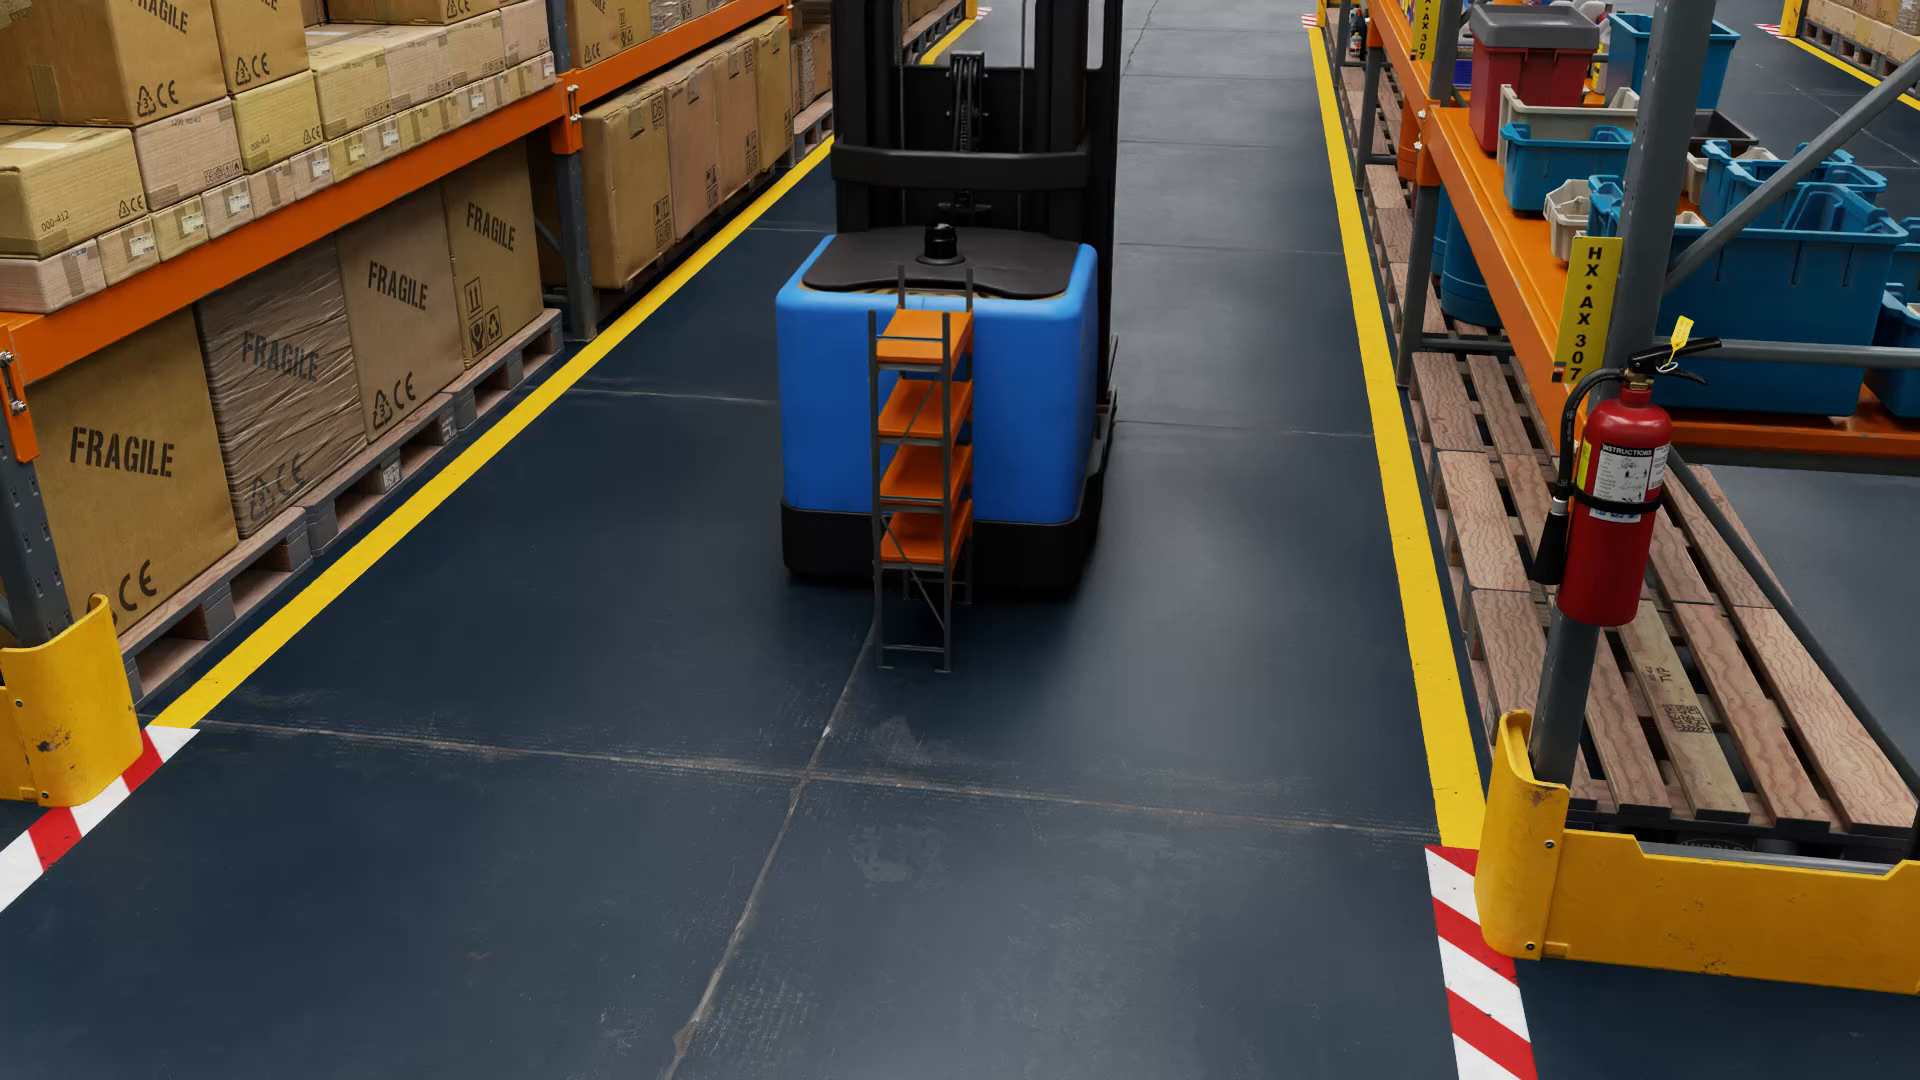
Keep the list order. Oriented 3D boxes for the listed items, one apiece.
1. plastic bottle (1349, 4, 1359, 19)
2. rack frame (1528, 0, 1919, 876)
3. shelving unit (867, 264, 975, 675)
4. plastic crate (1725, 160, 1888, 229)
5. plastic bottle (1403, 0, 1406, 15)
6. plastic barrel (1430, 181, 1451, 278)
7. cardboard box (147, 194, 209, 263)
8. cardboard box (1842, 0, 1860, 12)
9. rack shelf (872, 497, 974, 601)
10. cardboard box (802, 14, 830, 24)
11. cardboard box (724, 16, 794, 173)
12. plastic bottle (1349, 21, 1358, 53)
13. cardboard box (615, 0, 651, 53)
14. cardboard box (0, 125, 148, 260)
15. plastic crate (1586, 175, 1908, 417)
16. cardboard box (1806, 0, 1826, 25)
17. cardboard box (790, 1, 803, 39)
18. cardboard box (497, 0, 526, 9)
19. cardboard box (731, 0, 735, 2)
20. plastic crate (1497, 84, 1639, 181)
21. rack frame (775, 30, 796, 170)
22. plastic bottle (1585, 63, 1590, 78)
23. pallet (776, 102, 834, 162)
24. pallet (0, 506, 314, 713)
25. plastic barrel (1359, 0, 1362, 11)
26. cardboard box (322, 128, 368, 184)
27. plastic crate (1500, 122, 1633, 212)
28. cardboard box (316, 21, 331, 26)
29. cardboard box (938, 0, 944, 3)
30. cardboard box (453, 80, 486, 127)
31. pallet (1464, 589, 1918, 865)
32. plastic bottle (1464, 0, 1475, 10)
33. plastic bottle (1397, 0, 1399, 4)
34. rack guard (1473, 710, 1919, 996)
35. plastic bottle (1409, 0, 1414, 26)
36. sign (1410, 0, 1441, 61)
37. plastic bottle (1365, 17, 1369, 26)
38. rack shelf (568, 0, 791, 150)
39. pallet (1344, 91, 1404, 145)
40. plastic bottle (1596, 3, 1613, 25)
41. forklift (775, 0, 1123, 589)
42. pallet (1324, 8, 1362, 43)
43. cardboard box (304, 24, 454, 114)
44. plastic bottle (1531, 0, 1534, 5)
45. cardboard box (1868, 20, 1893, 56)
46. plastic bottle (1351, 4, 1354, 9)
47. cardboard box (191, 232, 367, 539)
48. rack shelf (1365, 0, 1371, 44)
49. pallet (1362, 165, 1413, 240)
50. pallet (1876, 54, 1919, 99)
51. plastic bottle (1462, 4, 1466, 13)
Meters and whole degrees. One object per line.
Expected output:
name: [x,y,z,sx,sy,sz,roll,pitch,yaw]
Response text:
plastic bottle: [3.754,-4.907,15.800,0.144,0.351,0.185,4,25,8]
rack frame: [1.887,-0.384,3.531,1.000,3.000,0.127,4,25,9]
shelving unit: [-0.114,-0.225,5.315,0.258,1.200,0.503,4,25,7]
plastic crate: [2.468,-0.966,4.902,0.416,0.233,0.300,4,25,9]
plastic bottle: [2.662,-3.185,9.750,0.097,0.201,0.097,0,25,0]
plastic barrel: [2.763,-1.819,8.577,0.600,0.901,0.708,4,25,9]
cardboard box: [-2.533,-0.953,5.044,0.380,0.149,0.250,3,25,7]
cardboard box: [8.932,-5.387,16.084,0.500,0.500,0.500,4,25,9]
rack shelf: [-0.114,0.016,5.427,0.258,0.148,0.480,4,25,7]
cardboard box: [-1.347,-4.125,13.954,0.700,0.500,0.500,2,25,4]
cardboard box: [-1.825,-3.013,11.160,1.225,0.875,0.875,3,25,6]
plastic bottle: [3.602,-4.595,15.215,0.061,0.283,0.133,5,26,11]
cardboard box: [-1.942,-2.830,8.640,0.500,0.500,0.500,4,25,9]
cardboard box: [-2.654,-0.976,4.622,0.500,0.250,0.500,3,25,7]
plastic crate: [1.758,-0.580,3.838,0.616,0.435,0.499,4,25,9]
cardboard box: [9.081,-5.467,17.138,0.500,0.250,0.500,4,25,9]
cardboard box: [-1.535,-3.984,12.769,0.500,0.250,0.500,7,26,14]
cardboard box: [-2.157,-2.595,7.198,0.500,0.500,0.500,5,25,10]
cardboard box: [-1.615,-3.686,10.469,0.500,0.500,0.500,4,25,8]
plastic crate: [2.110,-1.404,5.780,0.437,0.282,0.530,4,25,9]
rack frame: [-1.692,-4.073,11.412,1.000,3.000,0.127,4,25,9]
plastic bottle: [2.926,-2.288,7.833,0.097,0.201,0.097,0,25,0]
pallet: [-1.562,-3.136,12.702,1.003,0.211,1.213,4,25,9]
pallet: [-2.946,0.196,5.581,1.003,0.211,1.213,4,25,9]
plastic barrel: [4.470,-5.858,17.666,0.421,0.512,0.421,0,25,0]
cardboard box: [-2.365,-1.382,5.960,0.380,0.149,0.250,3,25,7]
plastic crate: [1.970,-1.212,5.427,0.416,0.233,0.300,4,25,9]
cardboard box: [-2.767,-2.080,6.982,0.500,0.250,0.500,4,25,8]
cardboard box: [-0.503,-6.217,18.446,0.500,0.500,0.500,9,27,18]
cardboard box: [-2.198,-1.813,6.881,0.380,0.149,0.250,4,25,9]
pallet: [2.060,0.537,4.853,1.003,0.211,1.213,4,25,9]
plastic bottle: [2.577,-2.605,8.428,0.097,0.271,0.097,0,25,0]
plastic bottle: [2.743,-3.394,10.196,0.097,0.201,0.097,0,25,0]
rack guard: [1.896,0.760,4.038,1.175,0.500,0.348,4,25,9]
plastic bottle: [2.571,-3.038,9.339,0.061,0.283,0.133,4,25,9]
sign: [1.999,-2.221,7.130,0.100,0.325,0.005,4,25,9]
plastic bottle: [3.851,-4.738,15.528,0.152,0.276,0.135,4,25,9]
rack shelf: [-2.018,-2.910,9.778,1.077,0.370,4.000,4,25,9]
pallet: [3.561,-3.297,13.044,1.003,0.211,1.213,4,25,9]
plastic bottle: [3.167,-2.499,8.188,0.061,0.283,0.133,4,25,9]
forklift: [0.094,-1.756,6.544,1.130,2.935,3.031,4,25,7]
pallet: [4.398,-5.438,17.619,1.003,0.211,1.213,4,25,9]
cardboard box: [-2.324,-1.833,6.455,0.500,0.250,0.500,5,25,10]
plastic bottle: [3.459,-3.256,9.903,0.097,0.201,0.097,0,25,0]
cardboard box: [8.753,-4.630,15.352,0.500,0.250,0.500,4,25,9]
plastic bottle: [3.842,-5.159,16.432,0.097,0.271,0.097,0,25,0]
cardboard box: [-2.825,-0.608,6.022,0.875,0.875,0.875,4,25,9]
rack shelf: [3.522,-4.240,12.619,1.077,0.370,4.000,4,25,9]
pallet: [3.107,-2.134,10.560,1.003,0.211,1.213,4,25,9]
pallet: [8.906,-4.124,14.812,1.003,0.211,1.213,4,25,9]
plastic bottle: [2.368,-2.441,7.985,0.144,0.351,0.185,4,25,9]
